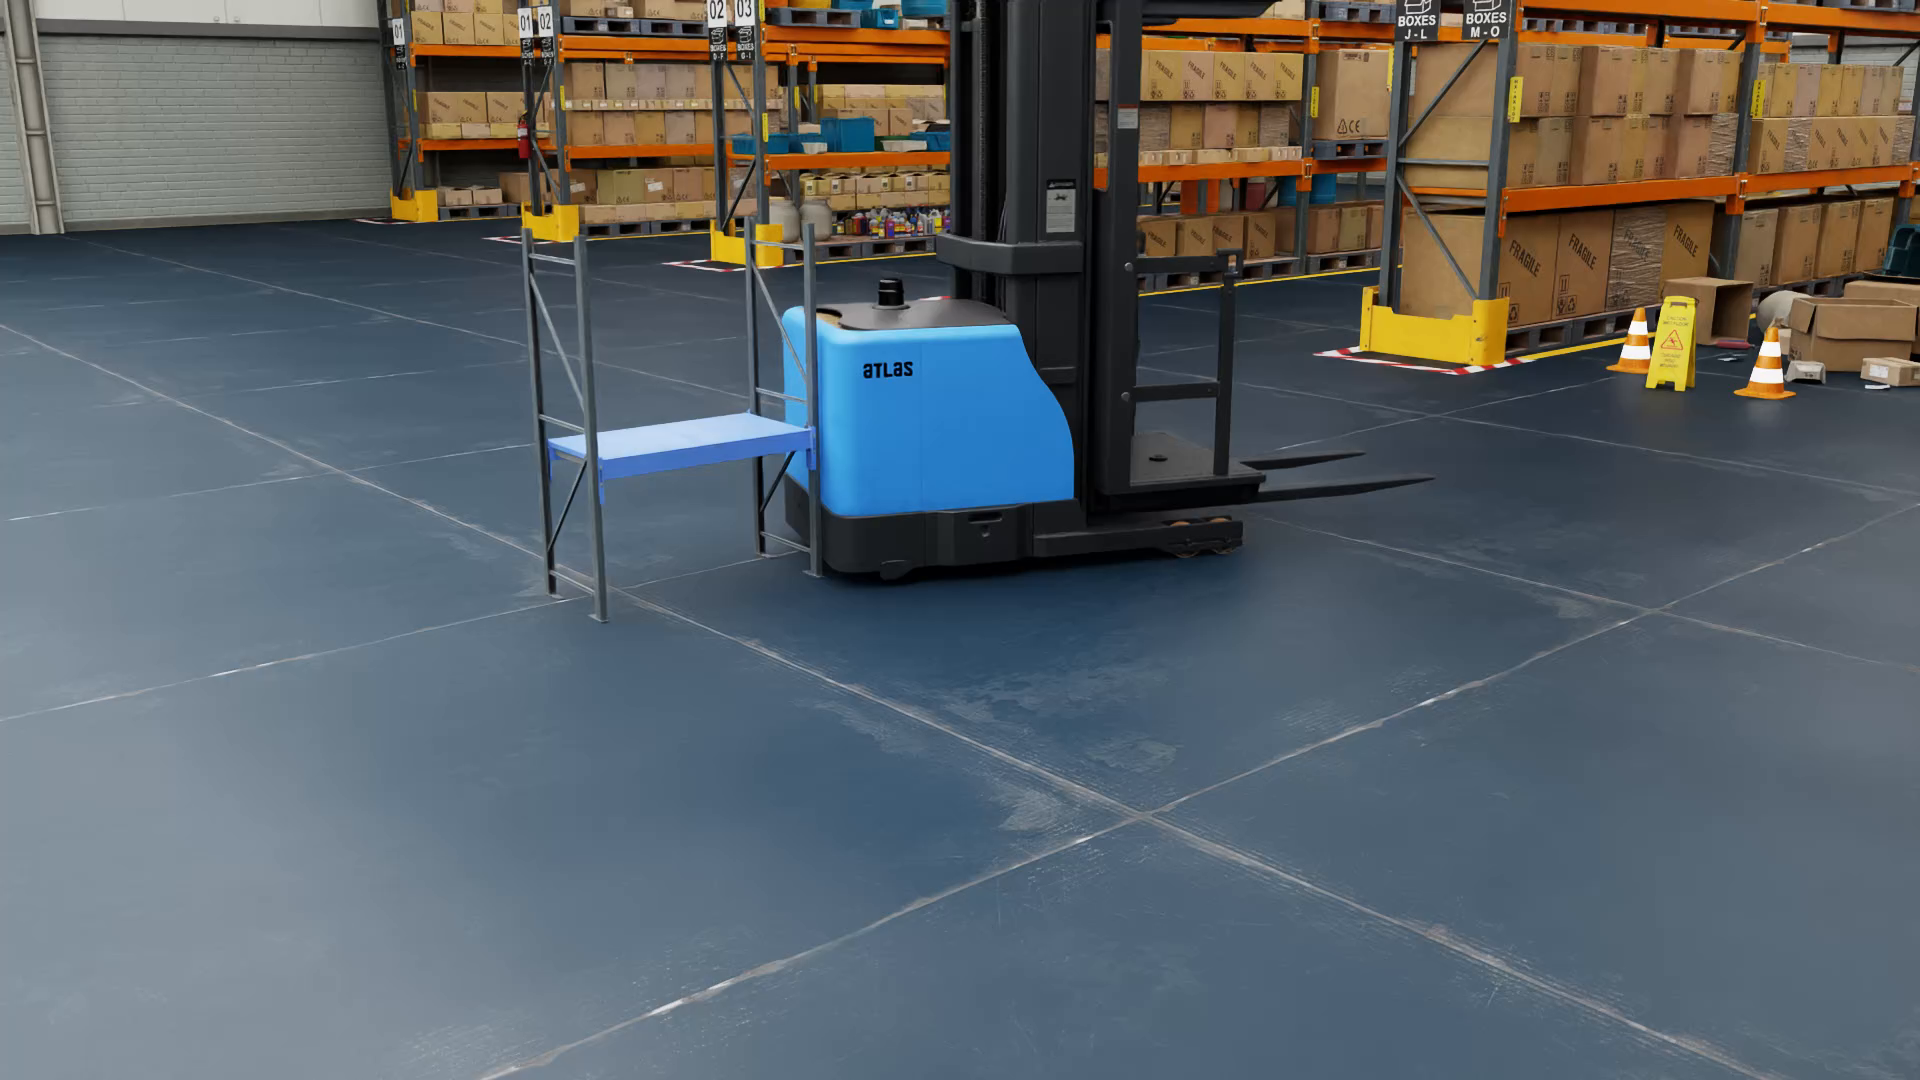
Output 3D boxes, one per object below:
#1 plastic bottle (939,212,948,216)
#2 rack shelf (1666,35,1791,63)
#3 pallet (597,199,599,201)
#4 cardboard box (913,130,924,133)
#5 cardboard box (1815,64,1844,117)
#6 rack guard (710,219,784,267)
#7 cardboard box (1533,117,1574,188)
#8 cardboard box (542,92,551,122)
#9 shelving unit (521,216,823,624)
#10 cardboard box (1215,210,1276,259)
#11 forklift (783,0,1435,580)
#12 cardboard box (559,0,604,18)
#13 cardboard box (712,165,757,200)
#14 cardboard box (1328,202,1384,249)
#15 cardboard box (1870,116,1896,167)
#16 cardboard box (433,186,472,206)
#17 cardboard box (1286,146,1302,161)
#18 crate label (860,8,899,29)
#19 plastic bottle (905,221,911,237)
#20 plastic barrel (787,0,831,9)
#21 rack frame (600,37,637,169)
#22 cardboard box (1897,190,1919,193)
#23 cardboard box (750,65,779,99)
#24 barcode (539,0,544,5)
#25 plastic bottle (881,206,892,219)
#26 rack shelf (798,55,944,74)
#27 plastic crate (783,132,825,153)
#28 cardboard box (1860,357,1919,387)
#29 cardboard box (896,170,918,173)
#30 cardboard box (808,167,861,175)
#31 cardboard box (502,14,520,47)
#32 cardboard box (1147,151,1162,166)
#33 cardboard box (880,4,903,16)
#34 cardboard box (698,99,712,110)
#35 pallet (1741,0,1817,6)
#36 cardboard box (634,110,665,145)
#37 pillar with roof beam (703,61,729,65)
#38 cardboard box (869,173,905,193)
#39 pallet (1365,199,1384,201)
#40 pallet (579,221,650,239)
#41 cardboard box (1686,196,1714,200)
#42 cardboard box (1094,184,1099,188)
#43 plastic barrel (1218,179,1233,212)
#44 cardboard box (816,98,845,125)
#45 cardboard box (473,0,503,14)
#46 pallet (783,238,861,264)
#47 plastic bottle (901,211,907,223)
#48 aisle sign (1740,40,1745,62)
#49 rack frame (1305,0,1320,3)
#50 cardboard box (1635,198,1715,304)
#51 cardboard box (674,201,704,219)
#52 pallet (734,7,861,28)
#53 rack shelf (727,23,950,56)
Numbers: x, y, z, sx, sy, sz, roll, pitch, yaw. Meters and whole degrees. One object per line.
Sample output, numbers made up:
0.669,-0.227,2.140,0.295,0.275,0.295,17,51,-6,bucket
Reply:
-0.209,-4.271,22.351,0.135,0.276,0.152,-13,19,-39,plastic bottle
11.144,-7.379,25.142,4.000,0.370,1.077,-13,19,-39,rack shelf
-6.638,-6.008,29.833,1.213,0.211,1.003,-13,19,-39,pallet
-0.807,-6.841,28.036,0.250,0.149,0.380,-11,18,-35,cardboard box
8.301,-4.475,16.560,0.500,0.500,0.700,-13,20,-40,cardboard box
-2.642,-3.684,20.573,0.348,0.500,1.175,-13,19,-39,rack guard
4.413,-3.164,13.493,0.550,0.550,0.875,-13,19,-39,cardboard box
-7.068,-7.466,28.688,0.500,0.500,0.500,-13,20,-41,cardboard box
-1.156,-0.531,6.832,1.048,1.500,0.538,-12,19,-37,shelving unit
3.272,-3.518,19.139,0.500,0.500,0.500,-13,20,-41,cardboard box
0.755,-1.456,7.521,3.031,2.935,1.130,-5,16,-18,forklift
-5.481,-7.701,23.669,0.637,0.503,0.797,-11,18,-36,cardboard box
-3.491,-5.545,25.759,0.500,0.500,0.500,-13,19,-39,cardboard box
4.872,-3.860,20.378,0.700,0.500,0.500,14,20,42,cardboard box
9.257,-4.113,17.143,0.500,0.500,0.500,-13,19,-39,cardboard box
-8.591,-5.811,28.052,0.500,0.311,0.500,13,20,41,cardboard box
3.631,-4.368,18.777,0.250,0.149,0.380,-13,19,-39,cardboard box
-1.040,-6.500,20.746,0.408,0.251,0.502,-13,19,-39,crate label
-0.687,-4.068,21.738,0.097,0.201,0.097,0,15,0,plastic bottle
-1.892,-6.830,20.518,0.600,0.588,0.600,0,15,0,plastic barrel
-6.154,-7.476,29.925,0.127,3.000,1.000,-13,19,-39,rack frame
10.859,-3.791,18.707,0.500,0.250,0.500,-13,20,-40,cardboard box
-3.230,-7.111,25.851,0.500,0.500,0.700,-13,19,-39,cardboard box
-6.006,-7.709,23.861,0.075,0.075,0.001,-13,19,-39,barcode
-0.995,-4.320,22.391,0.185,0.351,0.144,-13,20,-40,plastic bottle
-1.628,-9.594,33.436,4.000,0.370,1.077,-13,19,-39,rack shelf
-1.994,-5.050,21.130,0.408,0.251,0.499,-13,19,-39,plastic crate
6.750,-1.214,12.006,0.250,0.149,0.380,-3,15,-11,cardboard box
-0.861,-6.213,28.625,0.500,0.311,0.500,-13,20,-41,cardboard box
-2.496,-7.417,33.056,0.750,0.750,0.750,-13,20,-40,cardboard box
-7.548,-8.581,28.018,0.500,0.500,0.500,-11,19,-36,cardboard box
1.893,-3.999,17.395,0.250,0.149,0.380,-13,19,-39,cardboard box
-1.276,-10.683,33.622,0.500,0.250,0.500,-13,20,-41,cardboard box
-3.923,-6.571,25.088,0.250,0.149,0.380,-12,19,-38,cardboard box
7.439,-5.122,15.671,1.217,0.209,0.805,-14,20,-42,pallet
-4.785,-6.132,24.701,0.500,0.500,0.700,-12,19,-39,cardboard box
-1.859,-10.162,28.356,0.400,9.000,9.100,-13,19,-39,pillar with roof beam
-1.265,-5.940,27.602,0.500,0.311,0.500,-12,19,-38,cardboard box
7.834,-5.895,29.410,1.213,0.211,1.003,-13,19,-39,pallet
-5.368,-4.625,24.656,1.213,0.211,1.003,-13,19,-39,pallet
10.865,-5.363,25.319,0.875,0.875,0.875,-13,19,-39,cardboard box
2.194,-6.566,30.510,0.500,0.500,0.500,-12,19,-39,cardboard box
4.092,-5.425,26.254,0.421,0.512,0.421,0,15,0,plastic barrel
-2.602,-8.388,32.530,0.500,0.500,0.500,-12,19,-38,cardboard box
-7.931,-8.971,27.538,0.500,0.500,0.500,-12,19,-38,cardboard box
-2.026,-3.681,21.121,1.213,0.211,1.003,-13,19,-39,pallet
-0.761,-4.321,22.550,0.097,0.271,0.097,0,15,0,plastic bottle
12.510,-7.942,26.634,0.004,0.787,0.394,-13,19,-39,aisle sign
3.600,-7.481,18.321,0.127,3.000,1.000,-13,19,-39,rack frame
6.260,-2.684,15.288,0.875,0.875,0.875,-12,19,-39,cardboard box
-4.234,-5.010,25.209,0.500,0.250,0.500,-13,19,-39,cardboard box
-1.980,-6.349,20.258,1.213,0.211,1.003,-13,19,-39,pallet
-1.160,-6.310,21.142,4.000,0.370,1.077,-13,19,-39,rack shelf
